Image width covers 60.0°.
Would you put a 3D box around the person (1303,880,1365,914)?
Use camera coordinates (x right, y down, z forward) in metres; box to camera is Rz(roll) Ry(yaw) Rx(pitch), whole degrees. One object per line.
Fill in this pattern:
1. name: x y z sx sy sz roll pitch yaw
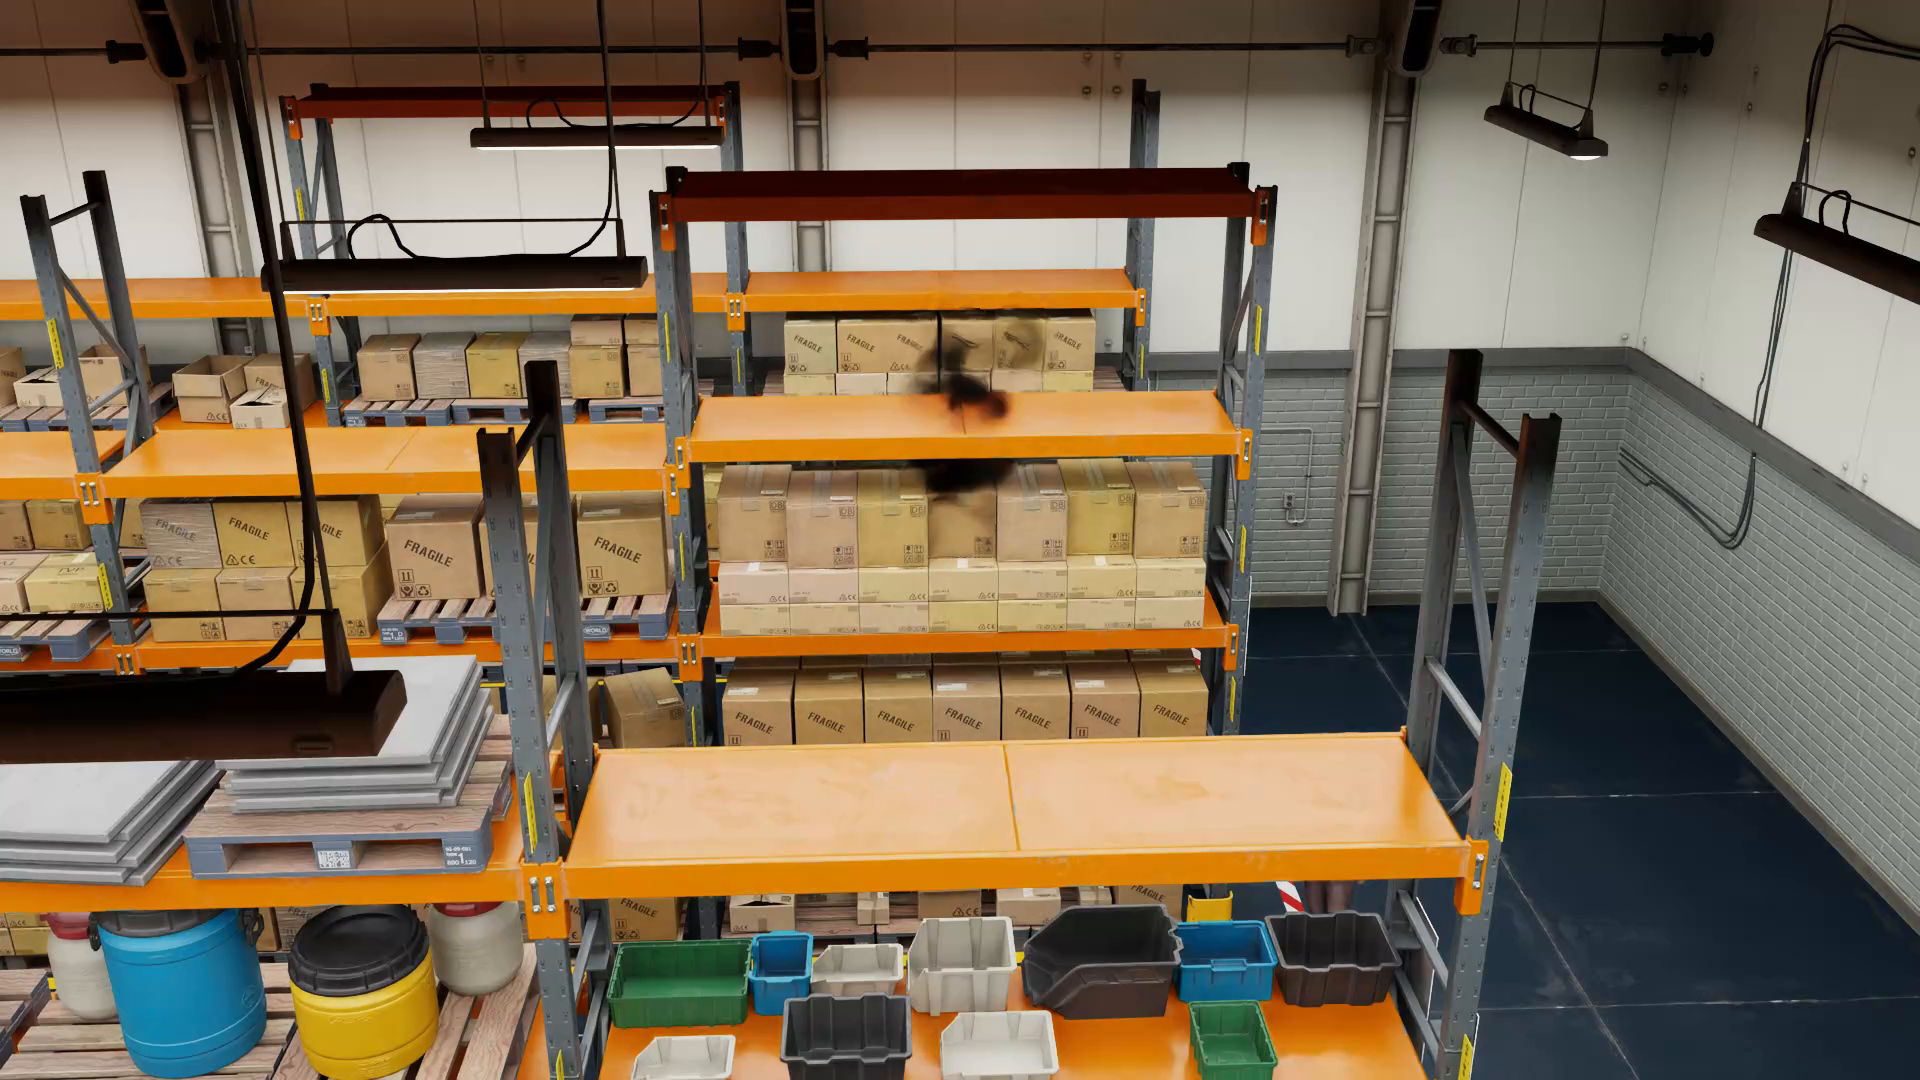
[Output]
1. person: 2.742 2.405 12.396 0.699 1.699 0.716 11 25 25
